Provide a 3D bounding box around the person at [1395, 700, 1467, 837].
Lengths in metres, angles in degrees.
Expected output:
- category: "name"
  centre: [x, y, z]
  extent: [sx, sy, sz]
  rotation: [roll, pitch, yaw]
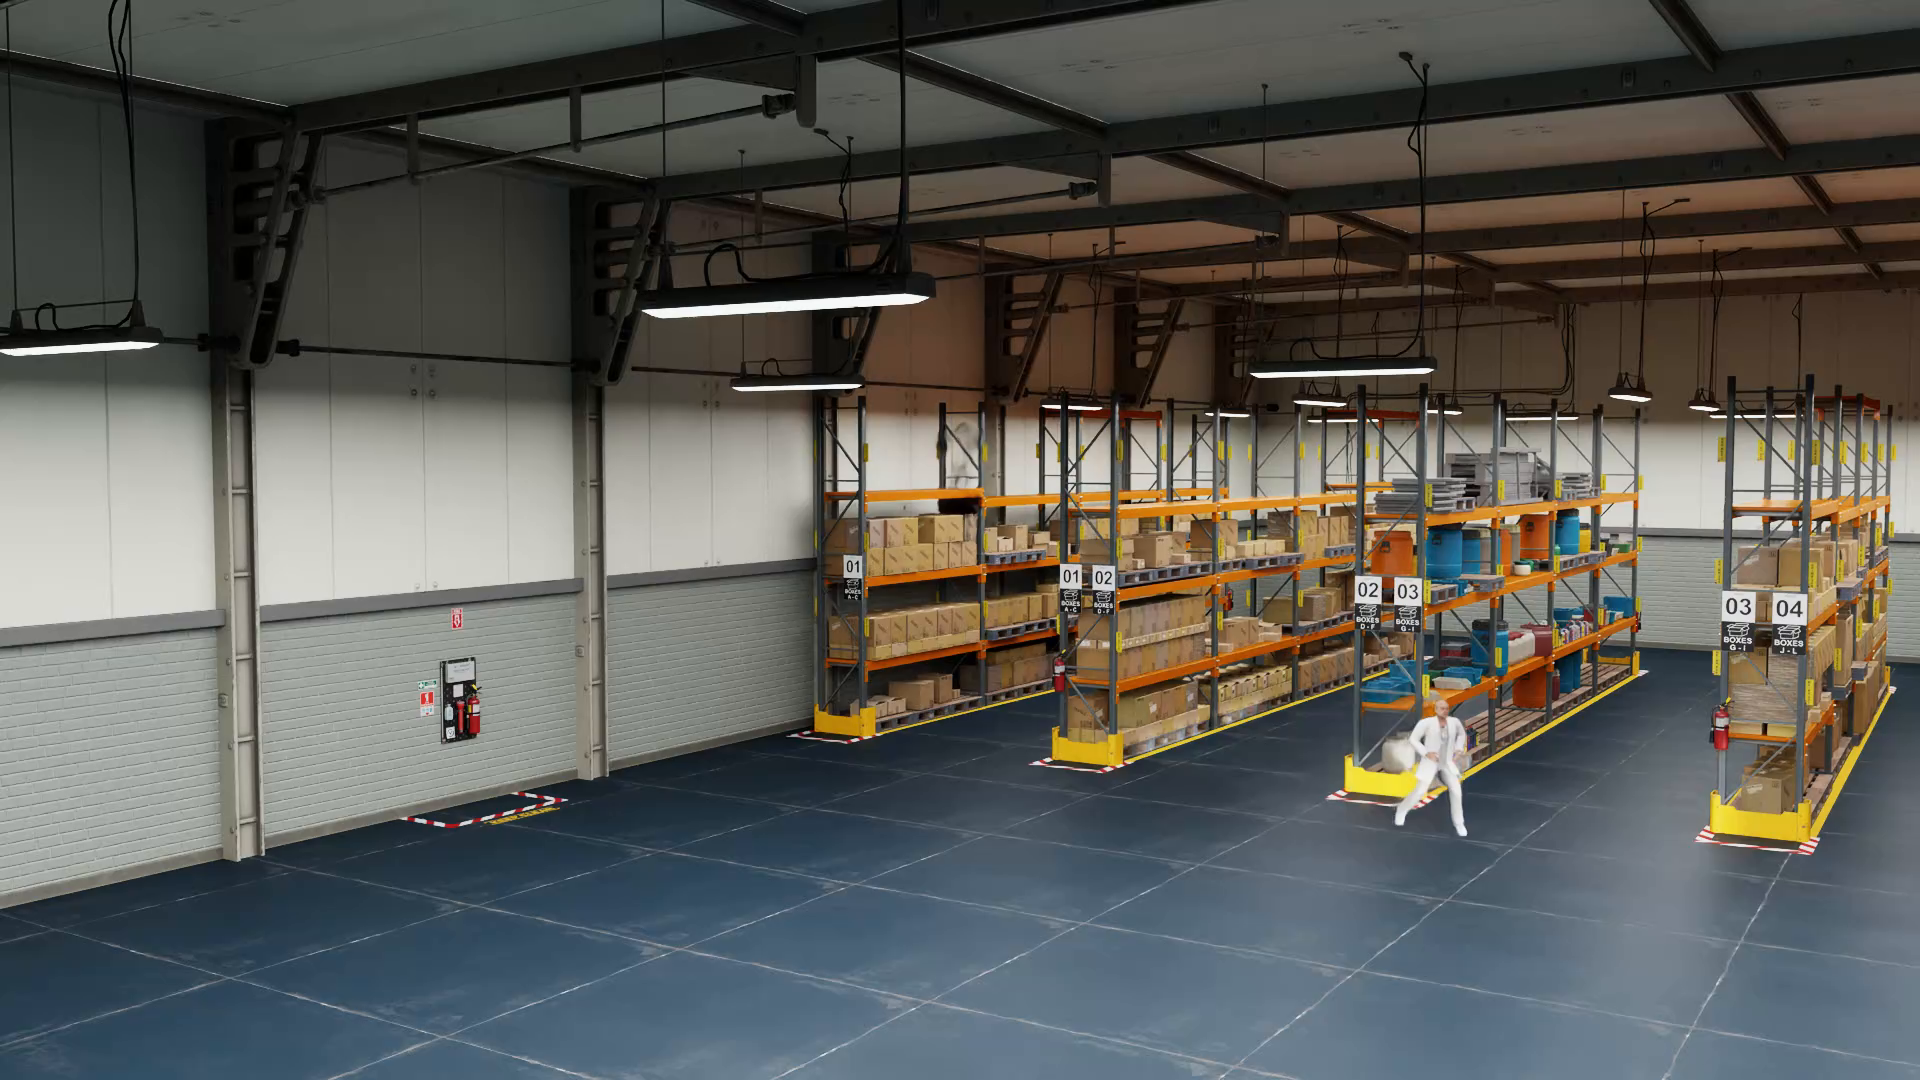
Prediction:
- category: "person"
  centre: [6.278, 2.990, 22.005]
  extent: [0.935, 1.777, 0.821]
  rotation: [0, 3, -9]
